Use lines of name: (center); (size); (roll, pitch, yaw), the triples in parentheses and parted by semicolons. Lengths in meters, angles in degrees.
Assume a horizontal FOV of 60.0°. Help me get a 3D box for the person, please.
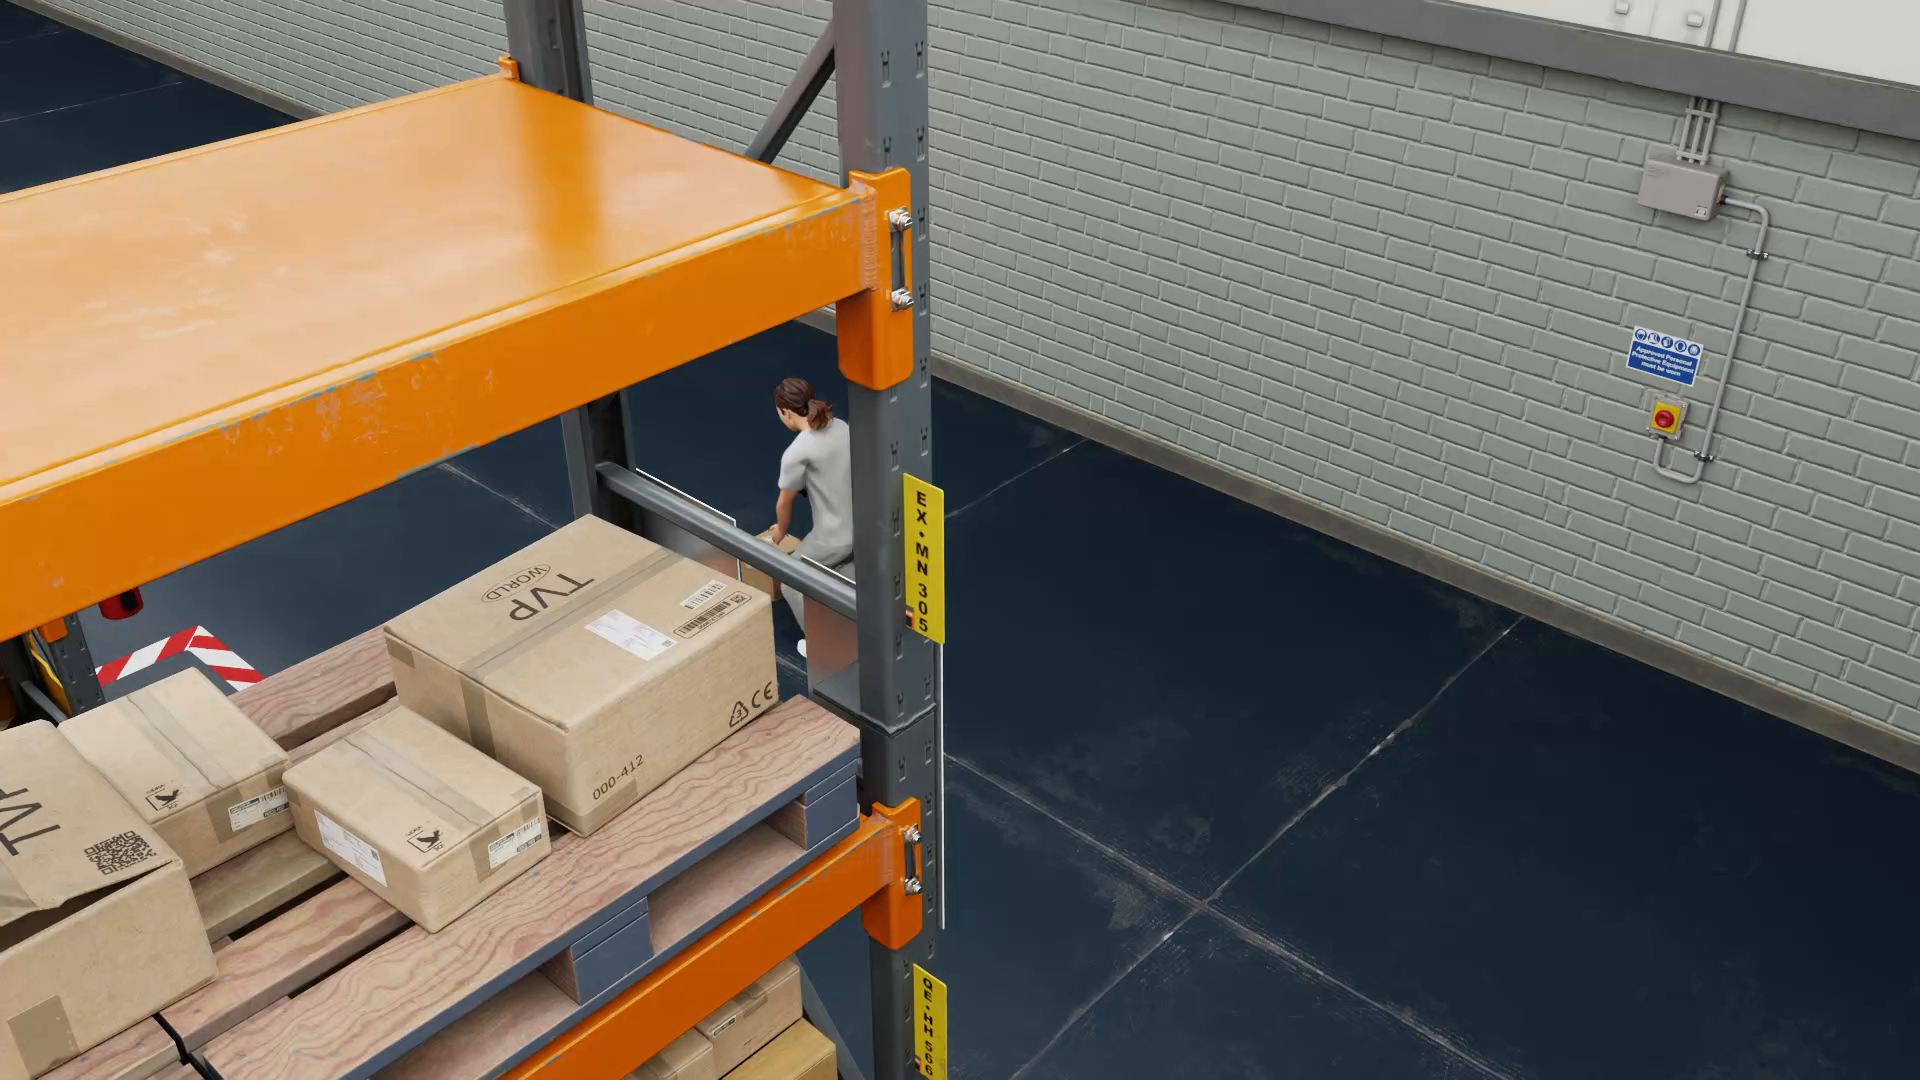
person: (-0.683, -0.070, 8.261); (0.532, 1.515, 0.483); (26, 40, 36)
